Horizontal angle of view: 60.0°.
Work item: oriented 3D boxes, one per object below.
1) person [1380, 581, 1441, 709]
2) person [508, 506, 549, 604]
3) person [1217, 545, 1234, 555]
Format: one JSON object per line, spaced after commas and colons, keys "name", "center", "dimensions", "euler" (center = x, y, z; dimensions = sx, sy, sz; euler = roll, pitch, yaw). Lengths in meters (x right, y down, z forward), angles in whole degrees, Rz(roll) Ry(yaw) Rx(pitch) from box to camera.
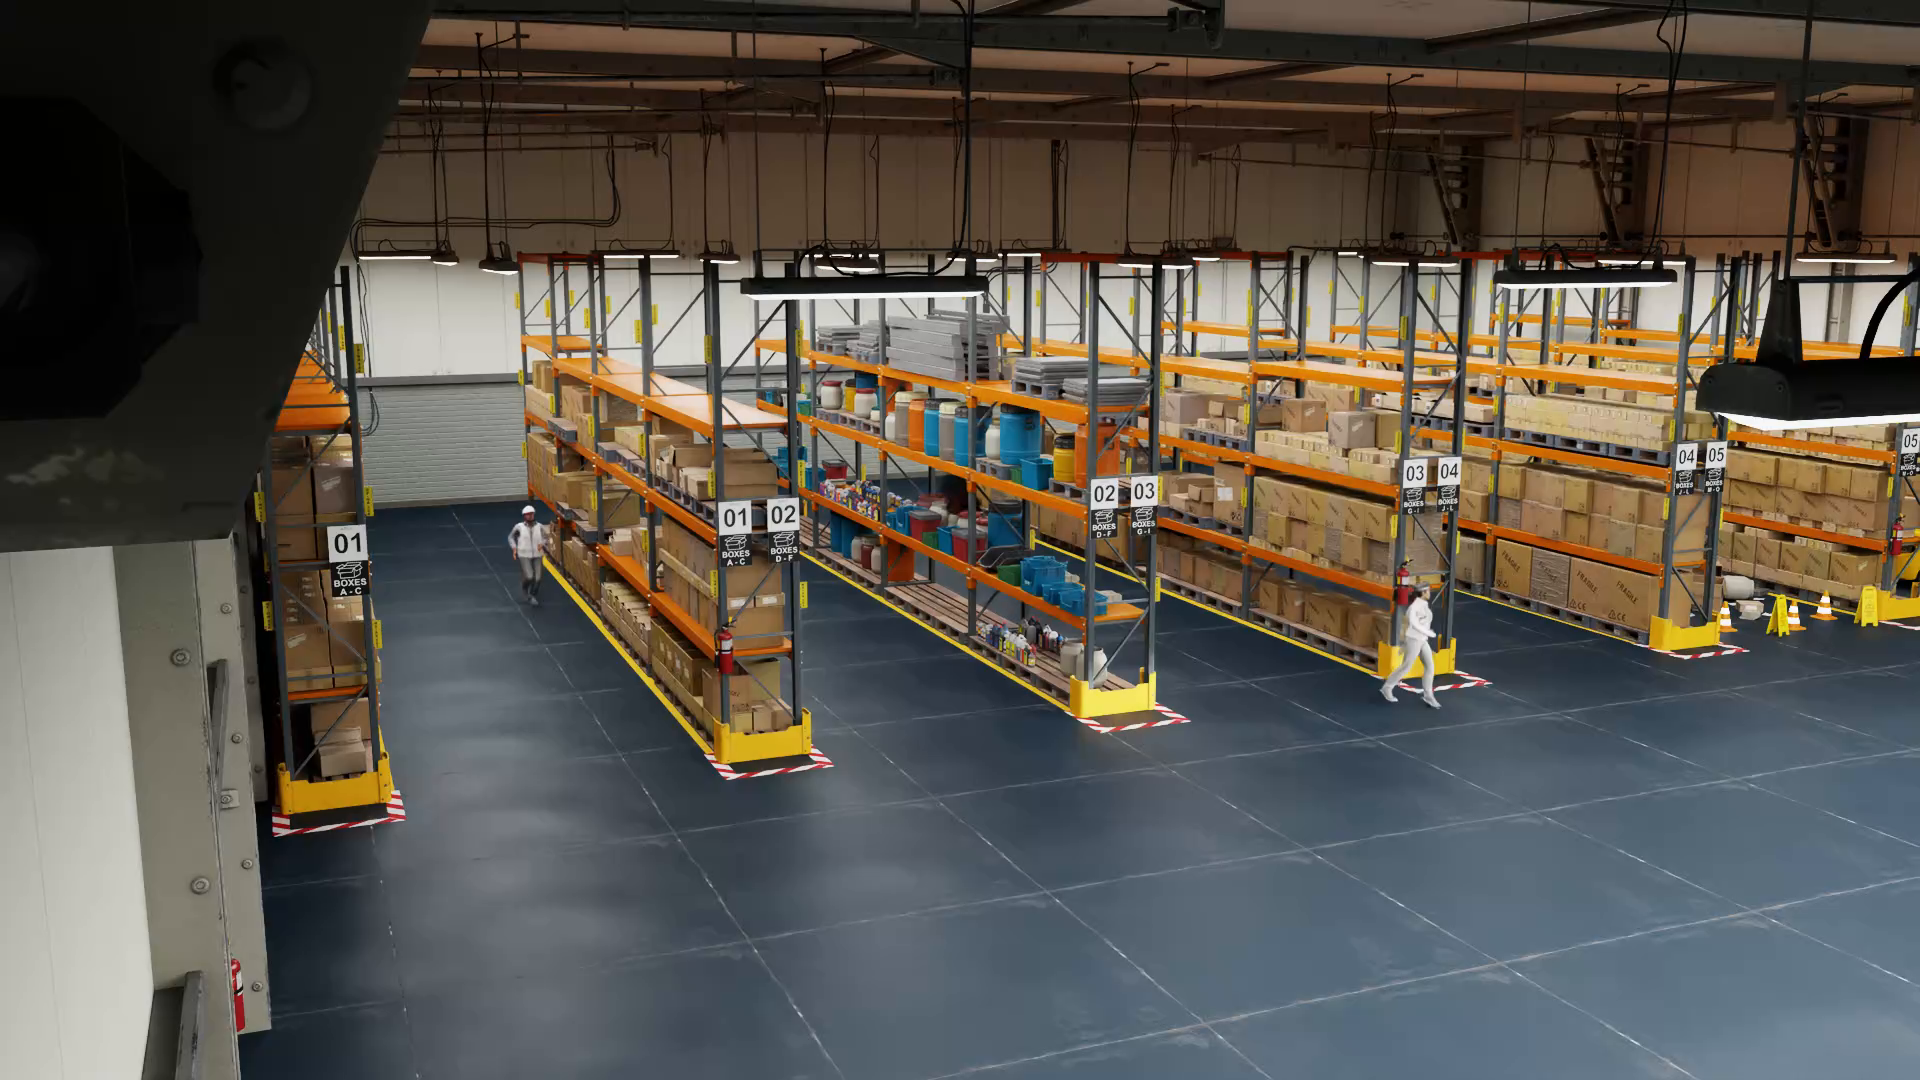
{"name": "person", "center": [6.241, 1.402, 22.757], "dimensions": [0.812, 1.701, 0.716], "euler": [5, 12, 26]}
{"name": "person", "center": [-7.399, 0.276, 28.676], "dimensions": [0.651, 1.730, 0.590], "euler": [-6, 12, -28]}
{"name": "person", "center": [5.260, -0.366, 32.169], "dimensions": [0.668, 1.749, 0.583], "euler": [-5, 11, -24]}
